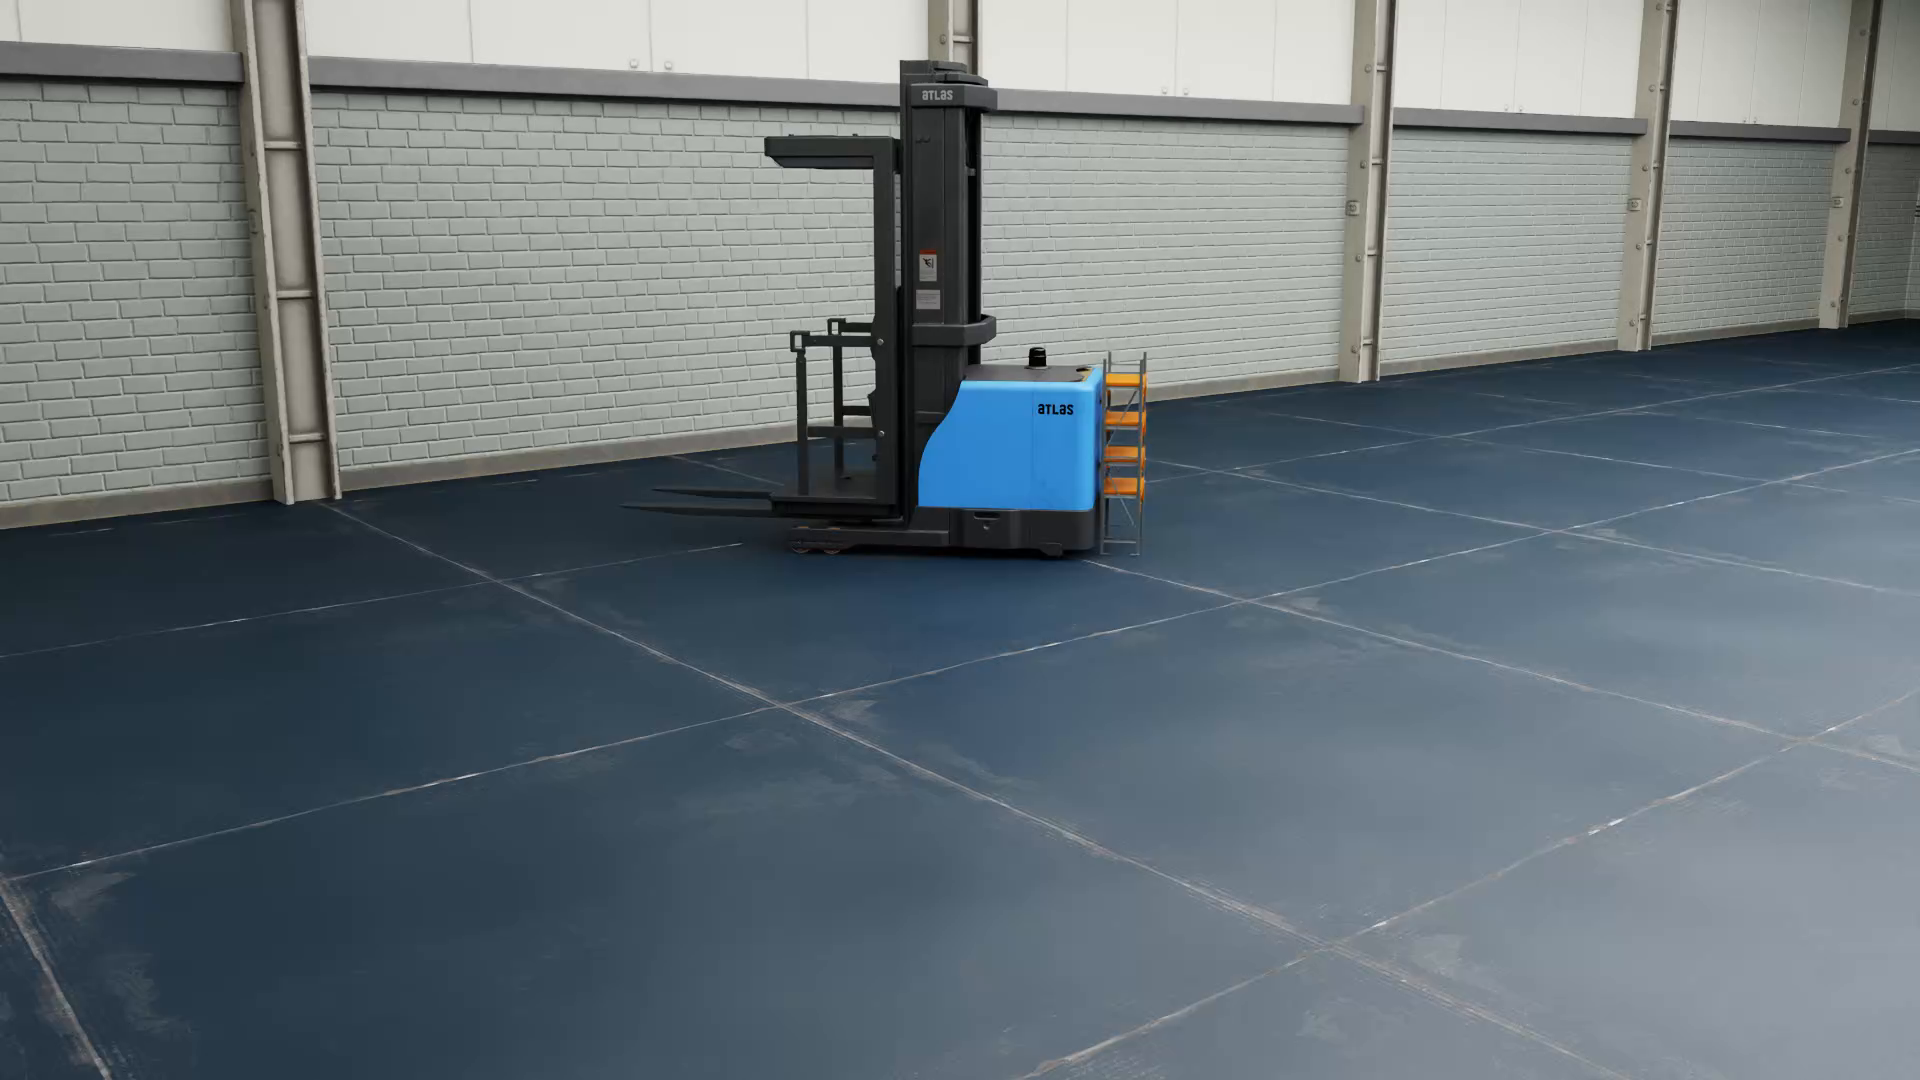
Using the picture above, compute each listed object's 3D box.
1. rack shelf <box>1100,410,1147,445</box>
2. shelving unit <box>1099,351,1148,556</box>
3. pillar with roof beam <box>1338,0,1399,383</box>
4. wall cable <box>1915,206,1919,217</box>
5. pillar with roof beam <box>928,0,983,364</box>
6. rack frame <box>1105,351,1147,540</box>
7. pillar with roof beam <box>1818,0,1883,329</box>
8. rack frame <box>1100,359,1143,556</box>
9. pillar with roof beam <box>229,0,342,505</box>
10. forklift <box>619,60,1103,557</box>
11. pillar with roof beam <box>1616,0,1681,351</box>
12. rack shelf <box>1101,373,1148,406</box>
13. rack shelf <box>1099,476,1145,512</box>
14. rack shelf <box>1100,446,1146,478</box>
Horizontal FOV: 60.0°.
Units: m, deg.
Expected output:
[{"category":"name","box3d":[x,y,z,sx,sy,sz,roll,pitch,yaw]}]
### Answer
[{"category":"rack shelf","box3d":[1.013,-0.698,10.274,0.258,0.148,0.480,2,12,9]},{"category":"shelving unit","box3d":[1.013,-0.545,10.307,0.258,1.200,0.503,2,12,9]},{"category":"pillar with roof beam","box3d":[7.332,-5.563,15.161,0.400,9.000,9.100,-9,15,-38]},{"category":"wall cable","box3d":[17.139,-6.467,26.895,0.112,2.526,3.097,-9,15,-38]},{"category":"pillar with roof beam","box3d":[2.647,-4.784,11.495,0.400,9.000,9.100,-9,15,-38]},{"category":"rack frame","box3d":[1.050,-0.595,10.543,0.240,1.200,0.015,2,12,9]},{"category":"pillar with roof beam","box3d":[16.702,-7.120,22.494,0.400,9.000,9.100,-9,15,-38]},{"category":"rack frame","box3d":[0.976,-0.495,10.071,0.240,1.200,0.015,2,12,9]},{"category":"pillar with roof beam","box3d":[-2.039,-4.006,7.828,0.400,9.000,9.100,-9,15,-38]},{"category":"forklift","box3d":[-0.623,-1.454,10.418,3.031,2.935,1.130,2,12,9]},{"category":"pillar with roof beam","box3d":[12.017,-6.341,18.828,0.400,9.000,9.100,-9,15,-38]},{"category":"rack shelf","box3d":[1.013,-0.929,10.225,0.258,0.148,0.480,2,12,9]},{"category":"rack shelf","box3d":[1.013,-0.285,10.362,0.258,0.148,0.480,2,12,9]},{"category":"rack shelf","box3d":[1.013,-0.479,10.321,0.258,0.148,0.480,2,12,9]}]
